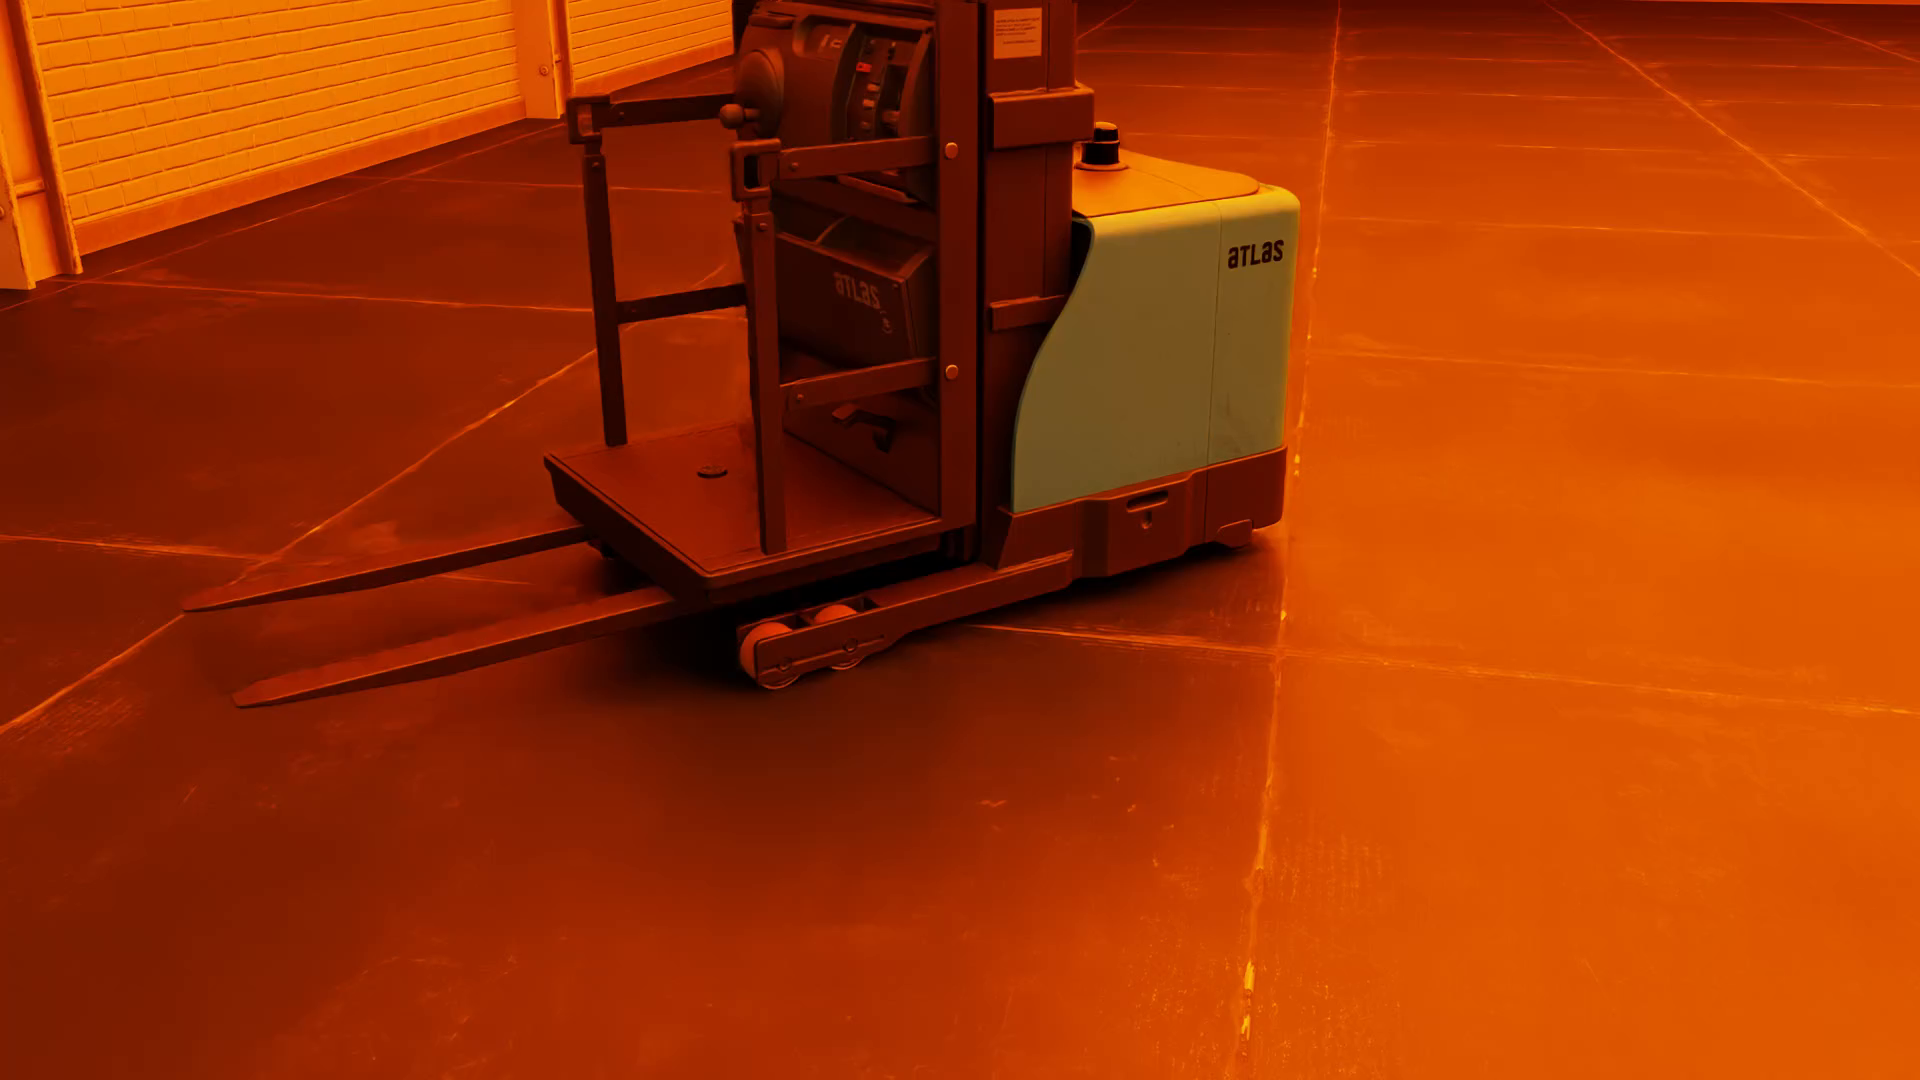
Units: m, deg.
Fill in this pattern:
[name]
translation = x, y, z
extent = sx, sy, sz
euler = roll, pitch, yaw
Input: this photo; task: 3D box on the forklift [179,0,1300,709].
[forklift]
translation = -0.516, -1.206, 4.223
extent = 3.031, 2.935, 1.130
euler = -14, 26, -31
